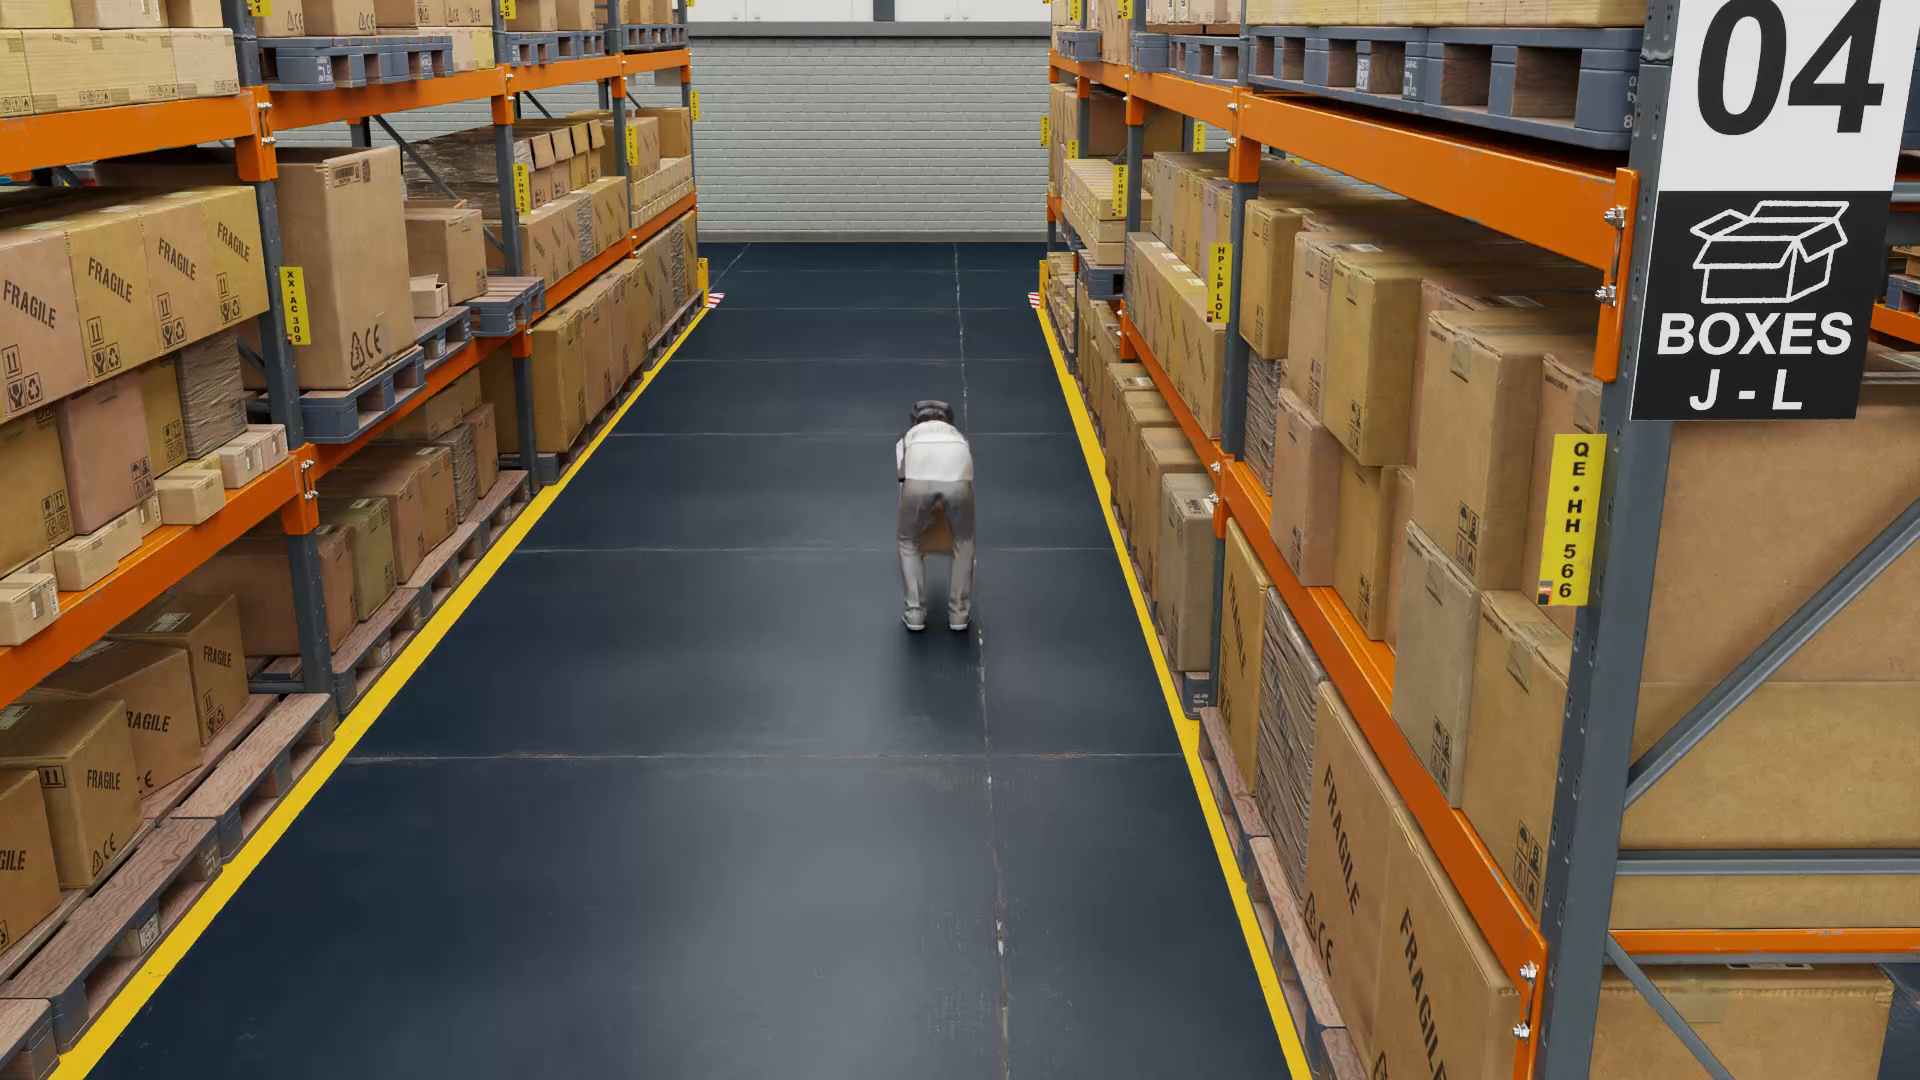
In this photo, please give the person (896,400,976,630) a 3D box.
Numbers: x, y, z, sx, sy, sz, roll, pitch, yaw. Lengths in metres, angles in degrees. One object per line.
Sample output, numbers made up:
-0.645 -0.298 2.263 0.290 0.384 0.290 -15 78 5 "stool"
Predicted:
-0.134 -0.140 8.951 0.414 1.103 0.918 -1 17 -3 "person"
